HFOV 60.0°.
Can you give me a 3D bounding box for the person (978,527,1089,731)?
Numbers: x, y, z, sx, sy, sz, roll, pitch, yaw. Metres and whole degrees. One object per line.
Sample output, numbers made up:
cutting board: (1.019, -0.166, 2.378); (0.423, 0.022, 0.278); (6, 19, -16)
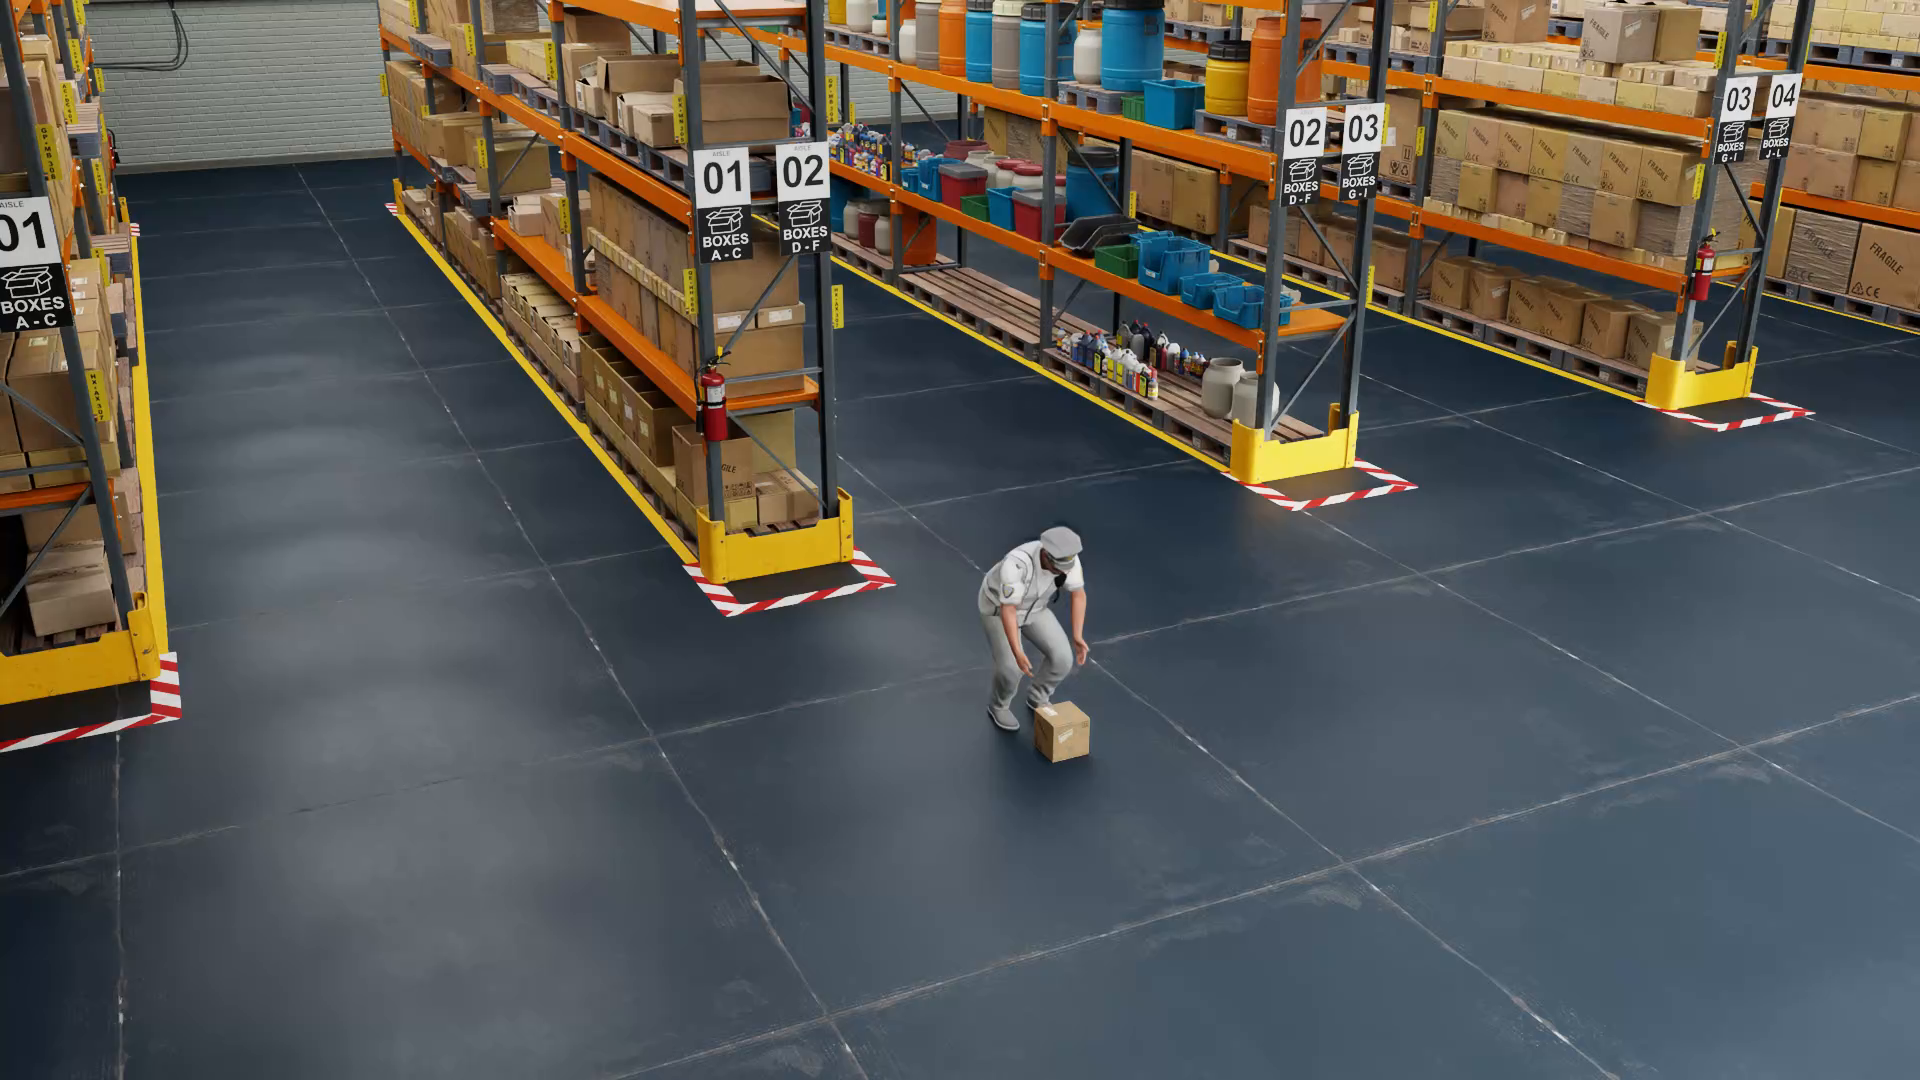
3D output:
person: (0.464, 0.501, 10.280); (0.590, 1.381, 0.826); (-10, 24, -24)
